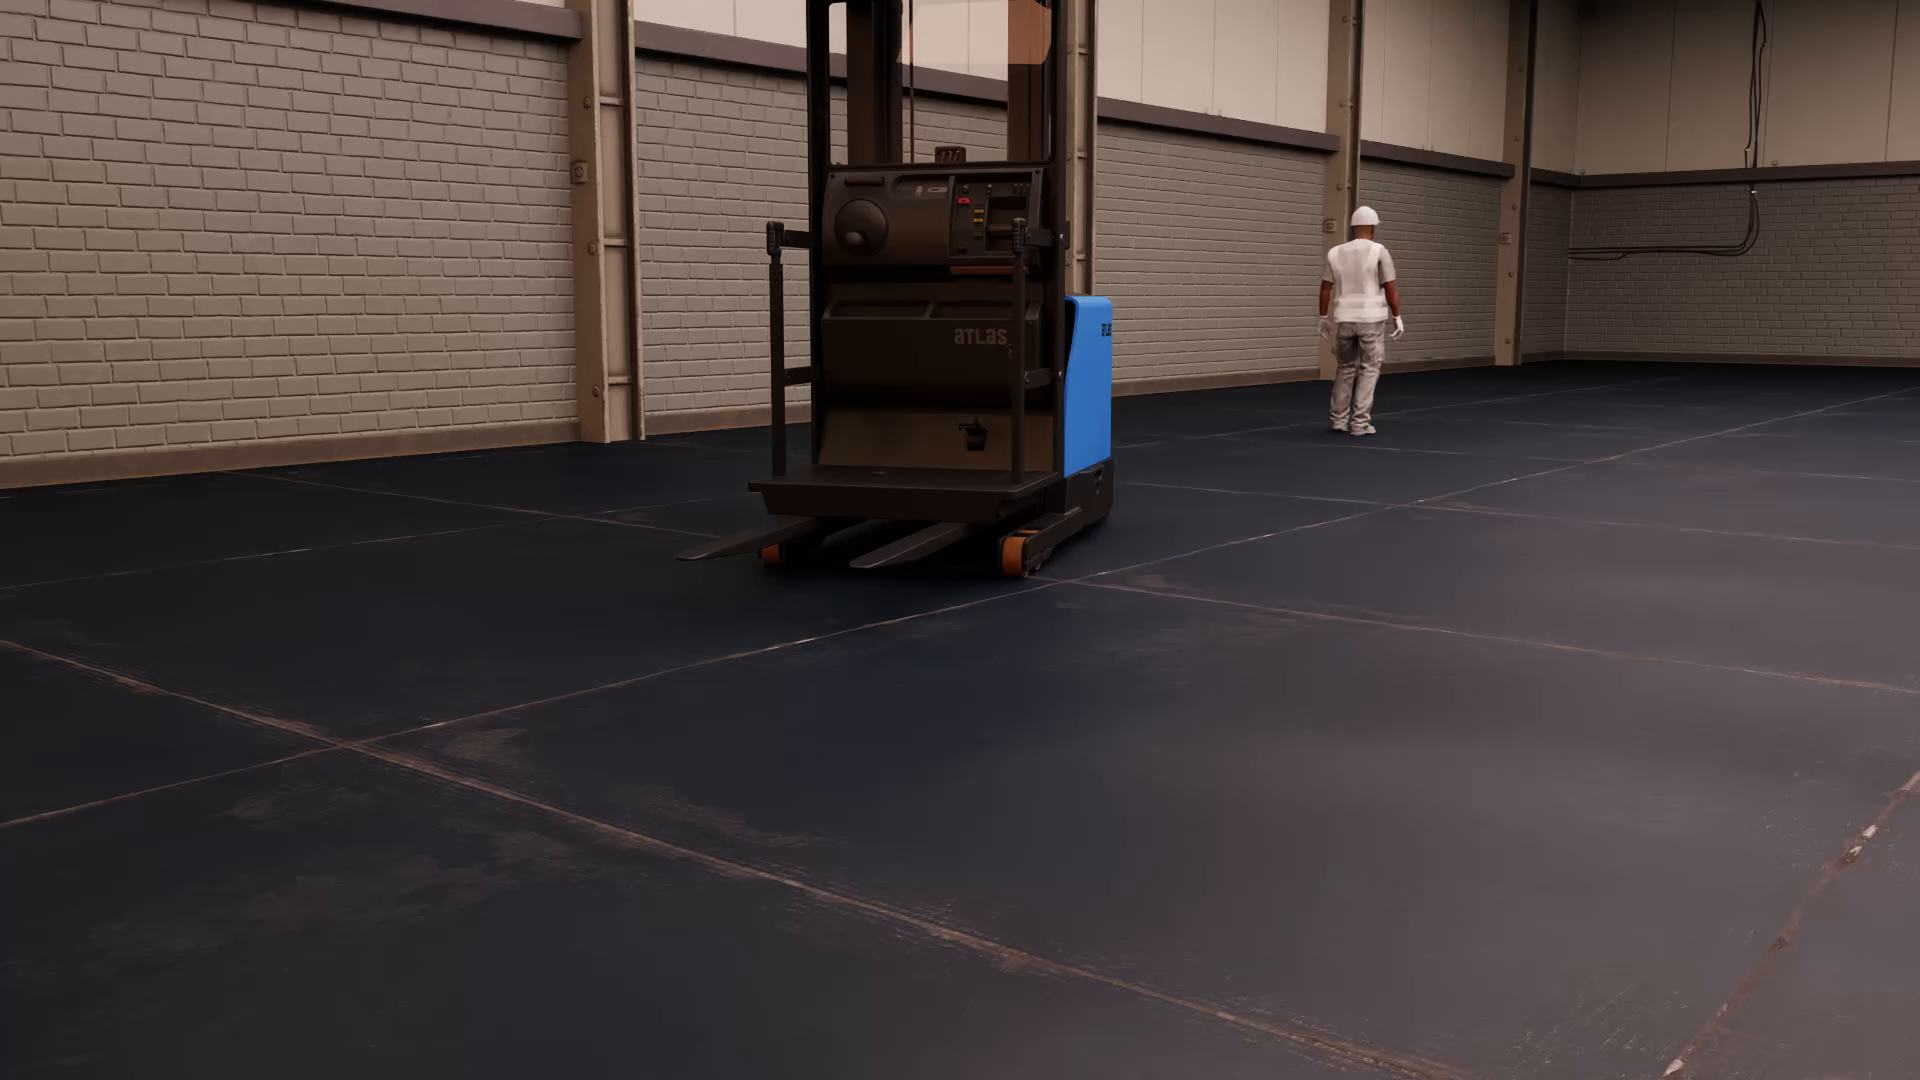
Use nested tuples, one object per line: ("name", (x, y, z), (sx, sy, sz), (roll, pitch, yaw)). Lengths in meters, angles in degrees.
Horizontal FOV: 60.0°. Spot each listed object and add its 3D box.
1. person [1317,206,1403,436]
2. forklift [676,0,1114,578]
("person", (3.177, -1.697, 13.065), (0.650, 1.816, 0.545), (7, 11, 39))
("forklift", (-0.176, -1.366, 6.616), (1.130, 2.935, 3.031), (3, 9, 17))
